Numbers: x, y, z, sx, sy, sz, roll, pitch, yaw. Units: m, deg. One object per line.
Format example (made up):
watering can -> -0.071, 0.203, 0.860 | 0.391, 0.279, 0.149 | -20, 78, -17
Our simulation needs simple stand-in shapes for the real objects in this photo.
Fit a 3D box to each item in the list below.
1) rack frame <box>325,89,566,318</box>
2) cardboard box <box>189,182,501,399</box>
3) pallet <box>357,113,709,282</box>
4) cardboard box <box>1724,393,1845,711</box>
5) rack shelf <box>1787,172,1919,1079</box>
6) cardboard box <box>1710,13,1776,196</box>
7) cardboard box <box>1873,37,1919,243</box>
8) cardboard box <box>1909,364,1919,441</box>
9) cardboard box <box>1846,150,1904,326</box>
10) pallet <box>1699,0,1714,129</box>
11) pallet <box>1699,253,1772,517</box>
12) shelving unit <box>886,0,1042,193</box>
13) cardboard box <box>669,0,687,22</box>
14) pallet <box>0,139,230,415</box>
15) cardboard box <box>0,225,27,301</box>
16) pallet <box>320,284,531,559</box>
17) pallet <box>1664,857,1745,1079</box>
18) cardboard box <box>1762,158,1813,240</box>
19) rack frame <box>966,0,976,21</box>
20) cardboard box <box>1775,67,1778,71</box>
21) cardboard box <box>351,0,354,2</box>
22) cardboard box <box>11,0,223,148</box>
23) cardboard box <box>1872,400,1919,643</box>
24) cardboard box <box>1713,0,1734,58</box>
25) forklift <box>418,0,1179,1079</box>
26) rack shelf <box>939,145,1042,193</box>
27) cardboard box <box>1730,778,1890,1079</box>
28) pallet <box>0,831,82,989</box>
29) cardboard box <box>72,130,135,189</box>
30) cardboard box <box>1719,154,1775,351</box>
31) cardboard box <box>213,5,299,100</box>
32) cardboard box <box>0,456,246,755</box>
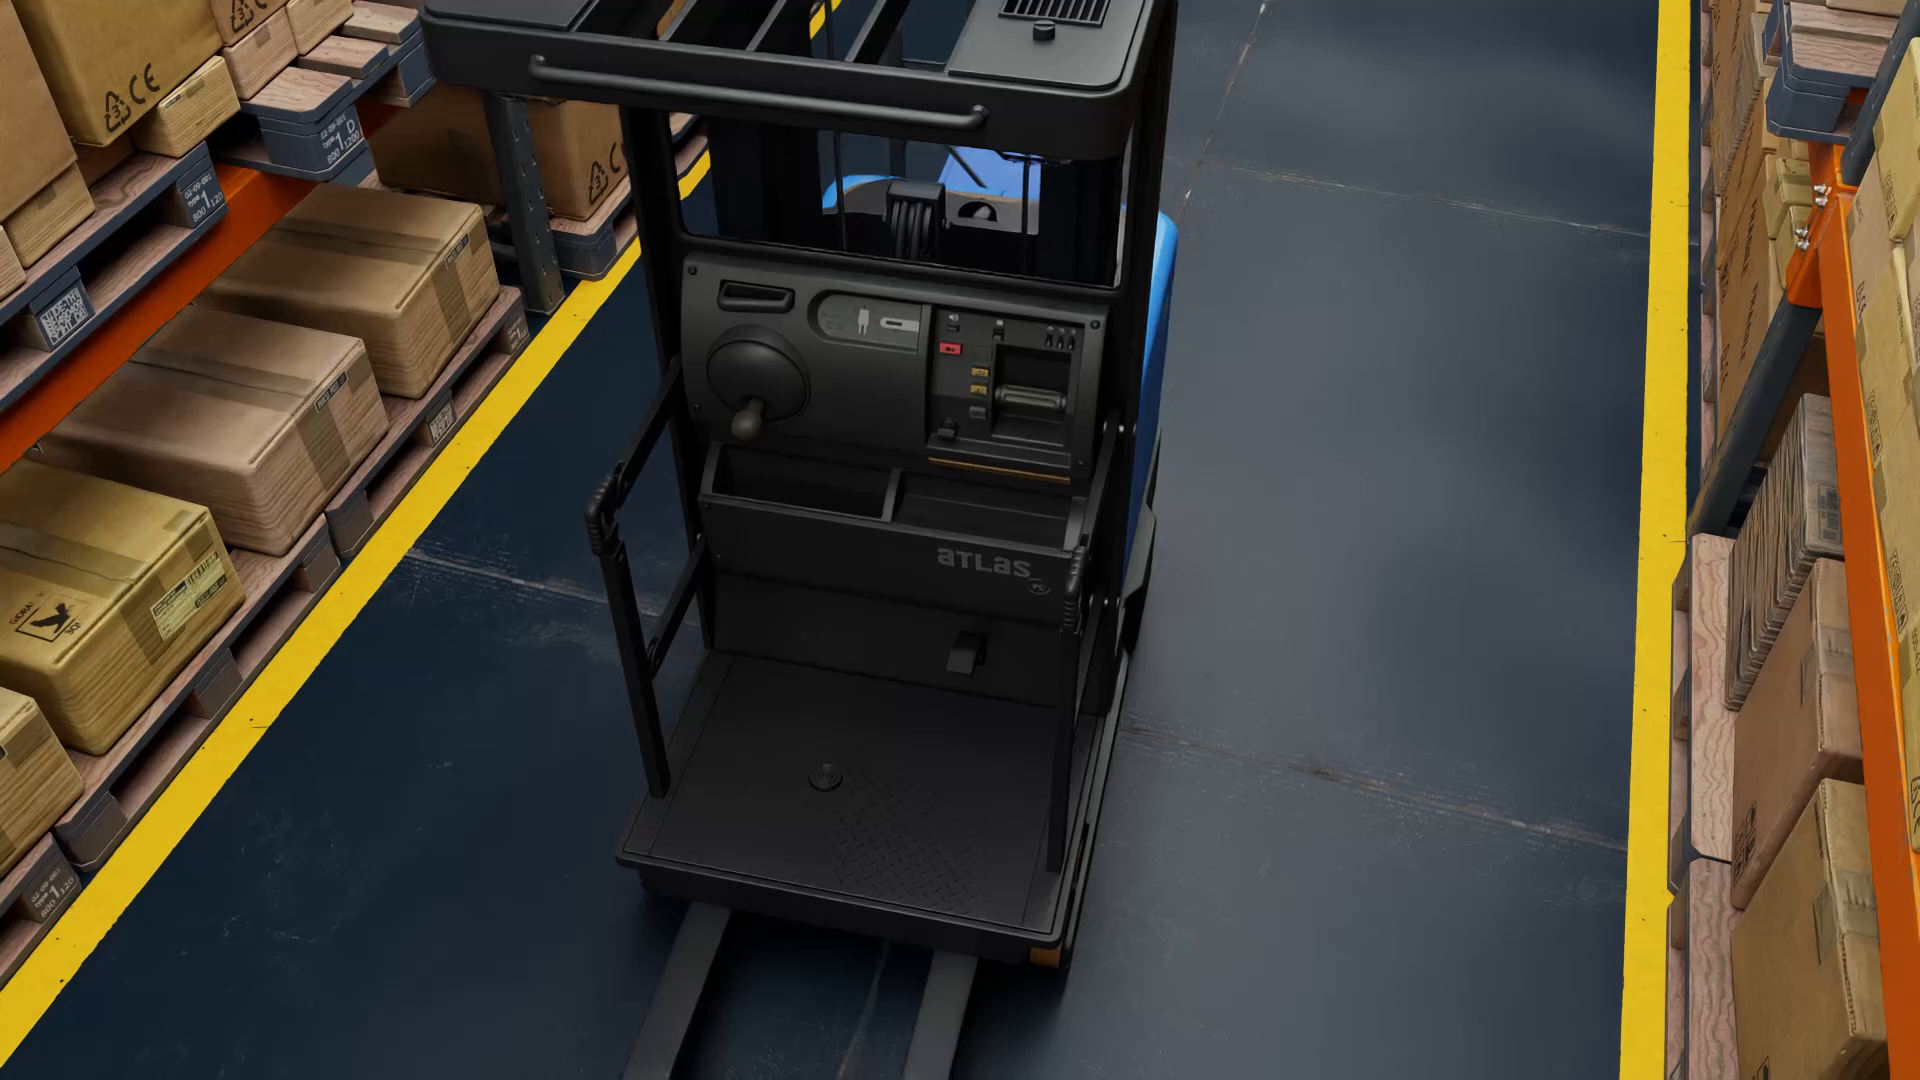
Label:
rack frame -> -1.956, -2.032, 5.182 | 1.000, 3.000, 0.127 | 13, 46, 13
cardboard box -> -2.136, -0.868, 5.571 | 0.950, 0.372, 0.625 | 10, 45, 10
pallet -> -1.645, -1.545, 6.678 | 1.003, 0.211, 1.213 | 13, 46, 13
cardboard box -> 2.574, 0.129, 4.372 | 0.875, 0.625, 0.625 | 14, 46, 14
rack shelf -> 2.171, 0.607, 2.999 | 1.077, 0.370, 4.000 | 13, 46, 13
cardboard box -> 3.156, -1.598, 6.225 | 0.500, 0.500, 0.500 | 11, 45, 11
cardboard box -> 2.385, -0.869, 3.743 | 0.500, 0.250, 0.500 | 12, 46, 12
cardboard box -> 2.081, -0.185, 3.045 | 0.500, 0.250, 0.500 | 11, 46, 11
cardboard box -> 2.409, -0.685, 3.913 | 0.500, 0.250, 0.500 | 13, 46, 13
pallet -> 3.777, -2.102, 7.248 | 1.003, 0.211, 1.213 | 13, 46, 13
pallet -> 3.038, -0.476, 5.585 | 1.003, 0.211, 1.213 | 13, 46, 13
shelving unit -> 0.156, -1.184, 5.388 | 0.538, 1.500, 1.048 | 9, 45, 9
cardboard box -> -1.393, -2.459, 6.837 | 0.875, 0.875, 0.875 | 13, 46, 13
pallet -> -2.516, -0.635, 3.891 | 1.003, 0.211, 1.213 | 13, 46, 13
cardboard box -> -2.277, -0.590, 3.588 | 0.380, 0.149, 0.250 | 14, 46, 14
pallet -> -2.194, -0.515, 5.625 | 1.003, 0.211, 1.213 | 13, 46, 13
pallet -> 2.118, 1.365, 3.704 | 1.003, 0.211, 1.213 | 13, 46, 13
cardboard box -> 2.738, -1.043, 5.194 | 0.380, 0.149, 0.250 | 10, 45, 10
rack frame -> 0.268, -1.531, 5.742 | 0.500, 1.500, 0.032 | 9, 45, 9
cardboard box -> 3.113, -1.732, 5.899 | 0.380, 0.149, 0.250 | 11, 45, 11
cardboard box -> -1.843, -1.630, 4.650 | 0.380, 0.149, 0.250 | 13, 46, 13
cardboard box -> -2.126, -1.278, 3.827 | 0.500, 0.500, 0.500 | 10, 45, 10
cardboard box -> 2.103, -0.006, 3.219 | 0.500, 0.250, 0.500 | 11, 45, 11
cardboard box -> 3.475, -2.274, 6.916 | 0.500, 0.500, 0.500 | 12, 46, 12
forklift -> -0.199, -0.279, 3.440 | 1.130, 2.935, 3.031 | 9, 45, 9
rack shelf -> 0.156, -1.055, 5.513 | 0.538, 0.185, 1.000 | 9, 45, 9
cardboard box -> 2.180, 1.015, 3.466 | 0.875, 0.625, 0.625 | 11, 45, 11
pallet -> -2.933, 1.112, 3.963 | 1.003, 0.211, 1.213 | 13, 46, 13
cardboard box -> -2.226, -0.959, 3.965 | 0.380, 0.149, 0.250 | 13, 46, 13
cardboard box -> 2.861, -0.898, 5.510 | 0.500, 0.500, 0.500 | 12, 46, 12
cardboard box -> -1.960, -1.286, 4.299 | 0.380, 0.149, 0.250 | 11, 45, 11
cardboard box -> -2.587, 0.130, 4.551 | 0.950, 0.372, 0.625 | 14, 46, 14
